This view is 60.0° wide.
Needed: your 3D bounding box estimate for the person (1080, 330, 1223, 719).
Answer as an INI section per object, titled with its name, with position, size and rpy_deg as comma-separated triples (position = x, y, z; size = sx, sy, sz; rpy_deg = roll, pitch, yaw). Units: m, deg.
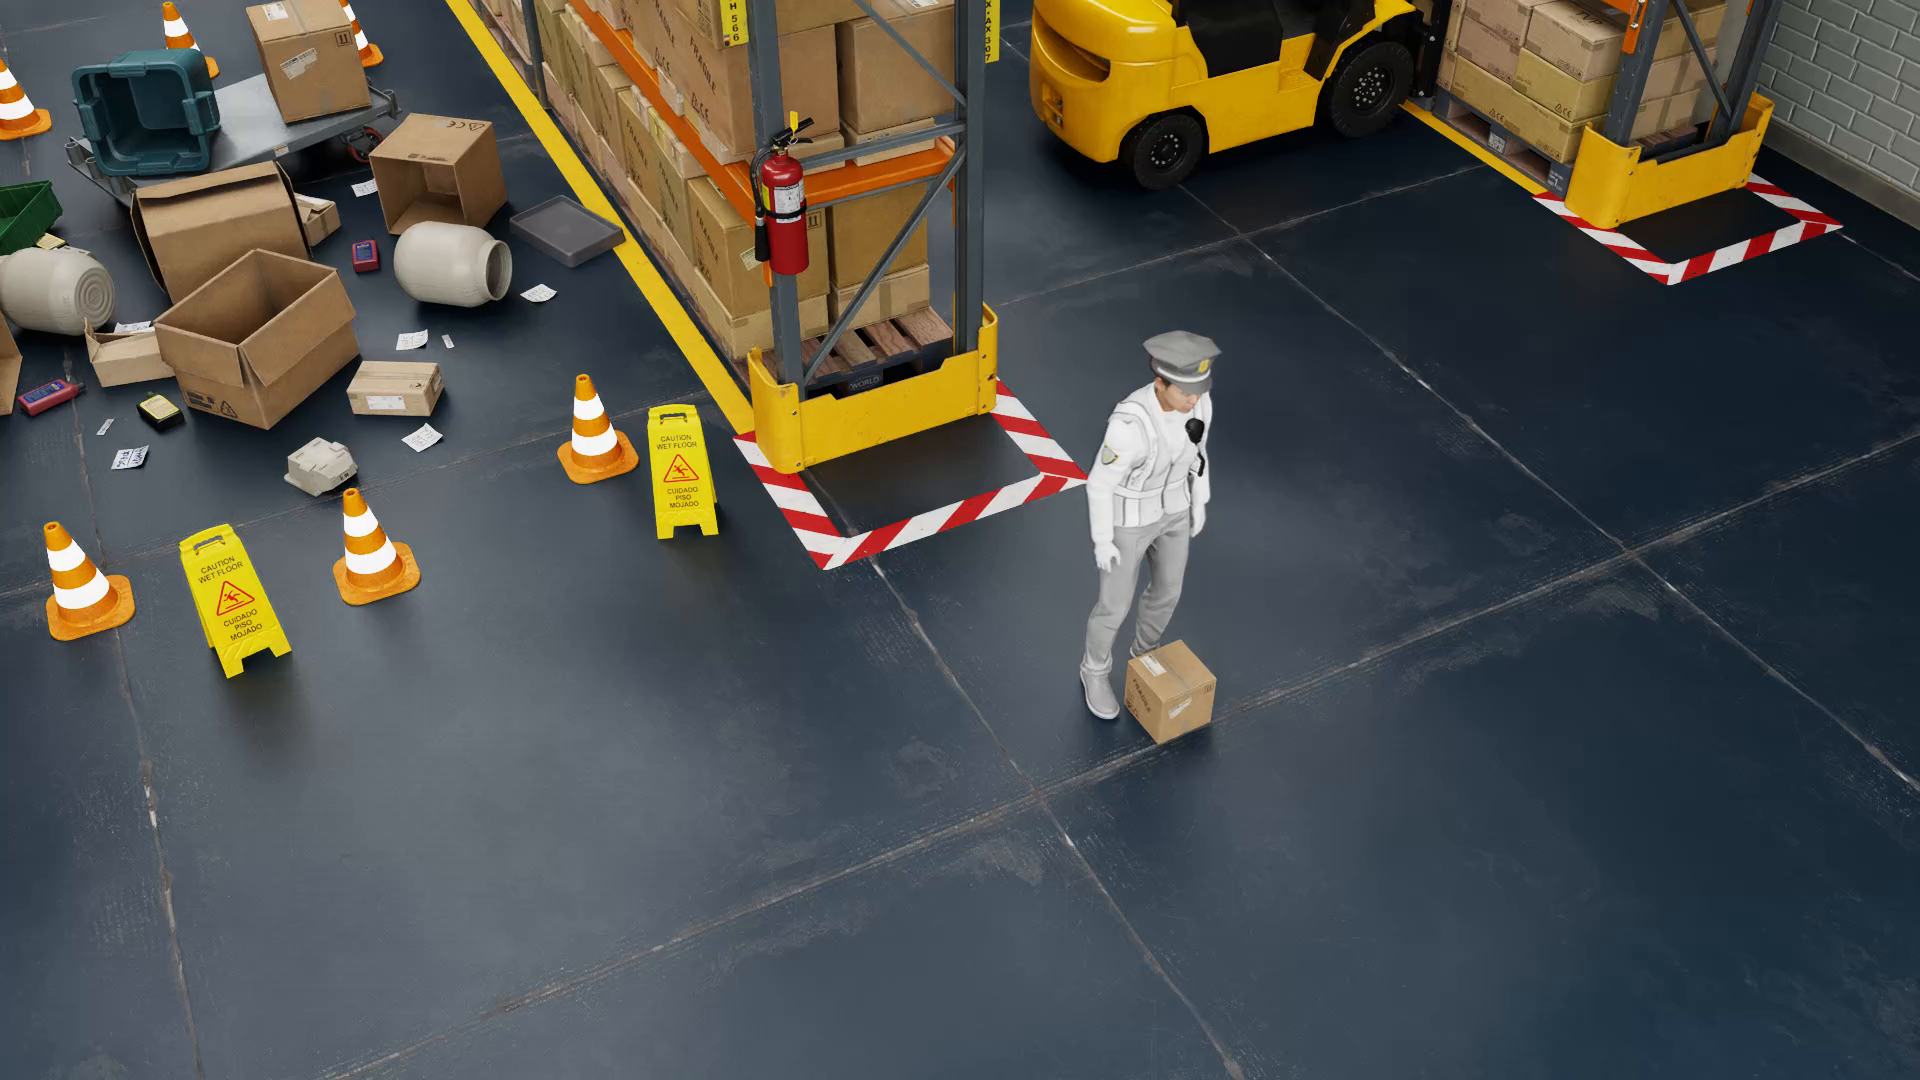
[person]
position = 0.710, -0.074, 6.240
size = 0.538, 1.662, 0.374
rpy_deg = -22, 46, -23
